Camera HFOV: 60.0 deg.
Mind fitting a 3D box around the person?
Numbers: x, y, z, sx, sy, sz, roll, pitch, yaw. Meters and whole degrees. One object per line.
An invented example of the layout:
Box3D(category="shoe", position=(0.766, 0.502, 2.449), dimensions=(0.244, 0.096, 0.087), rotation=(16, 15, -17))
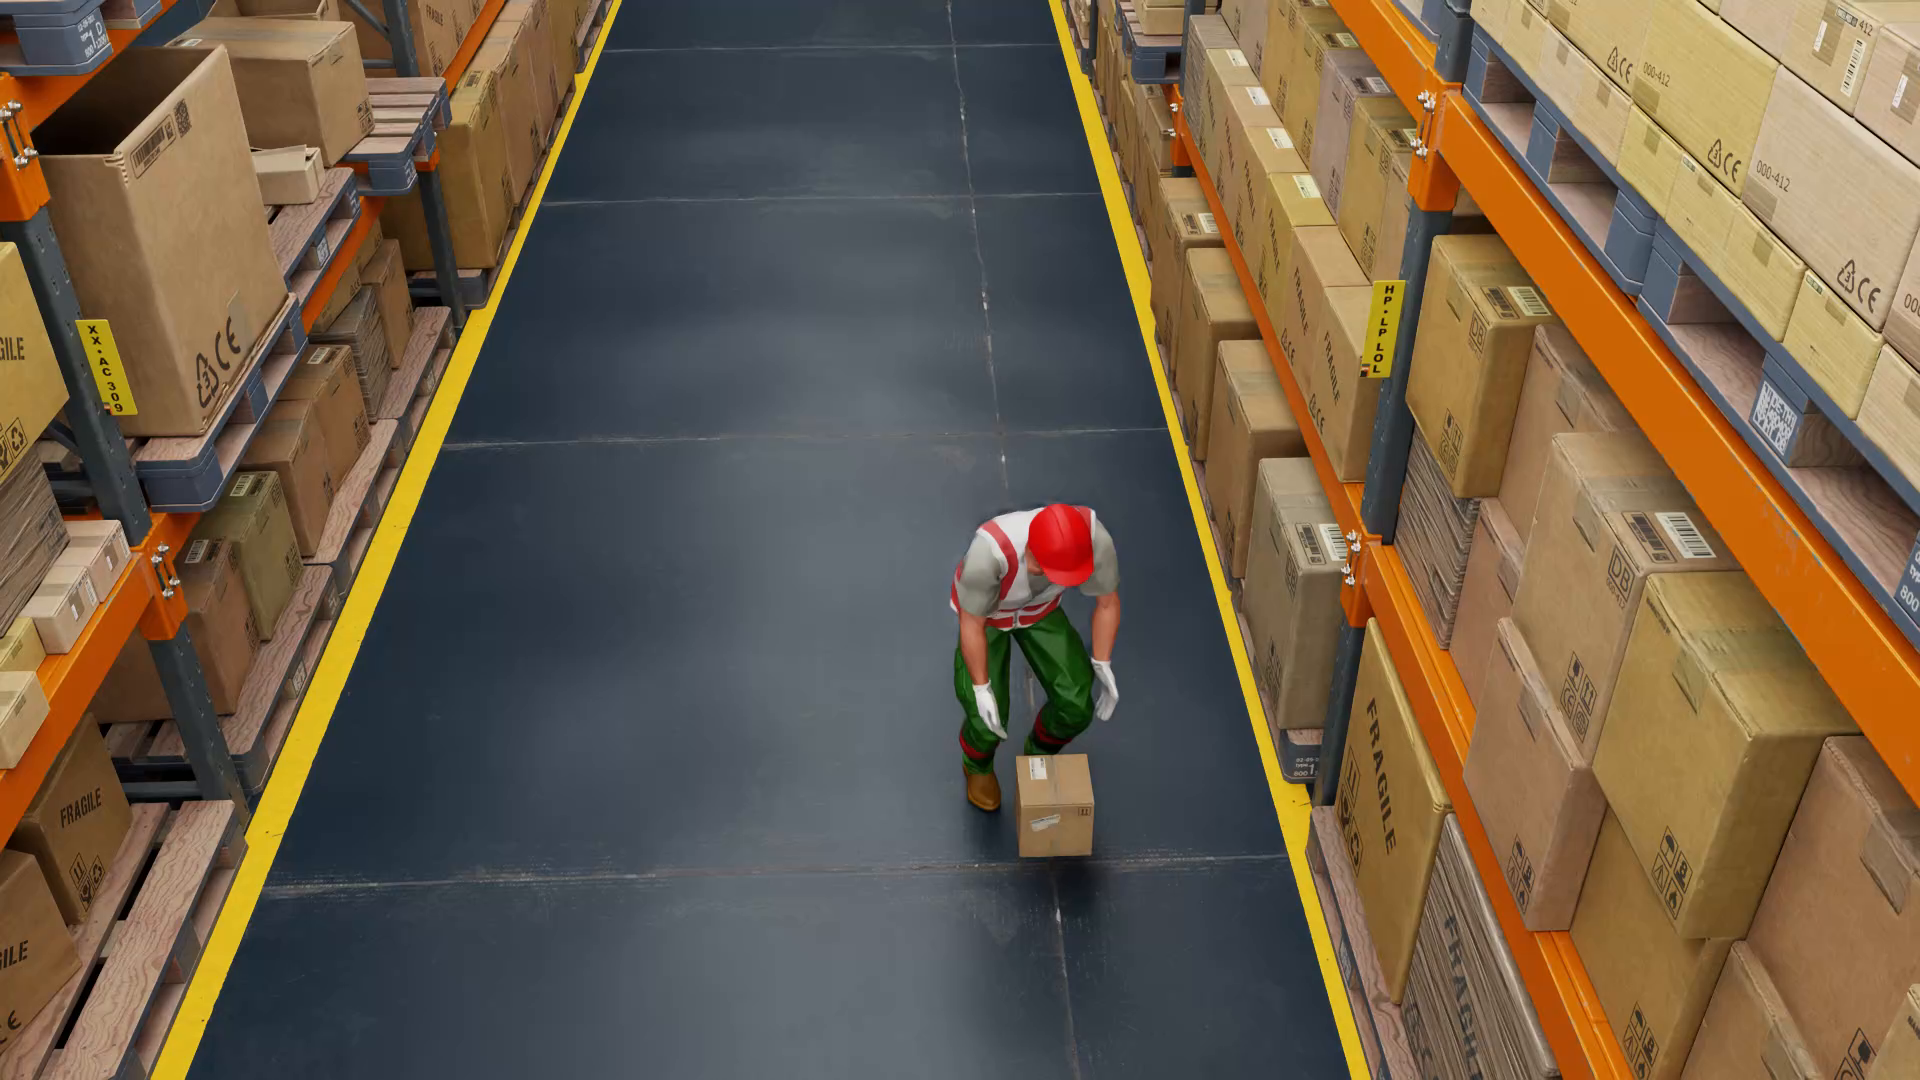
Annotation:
Box3D(category="person", position=(0.262, 0.360, 5.910), dimensions=(0.583, 1.443, 0.749), rotation=(-8, 36, -12))
